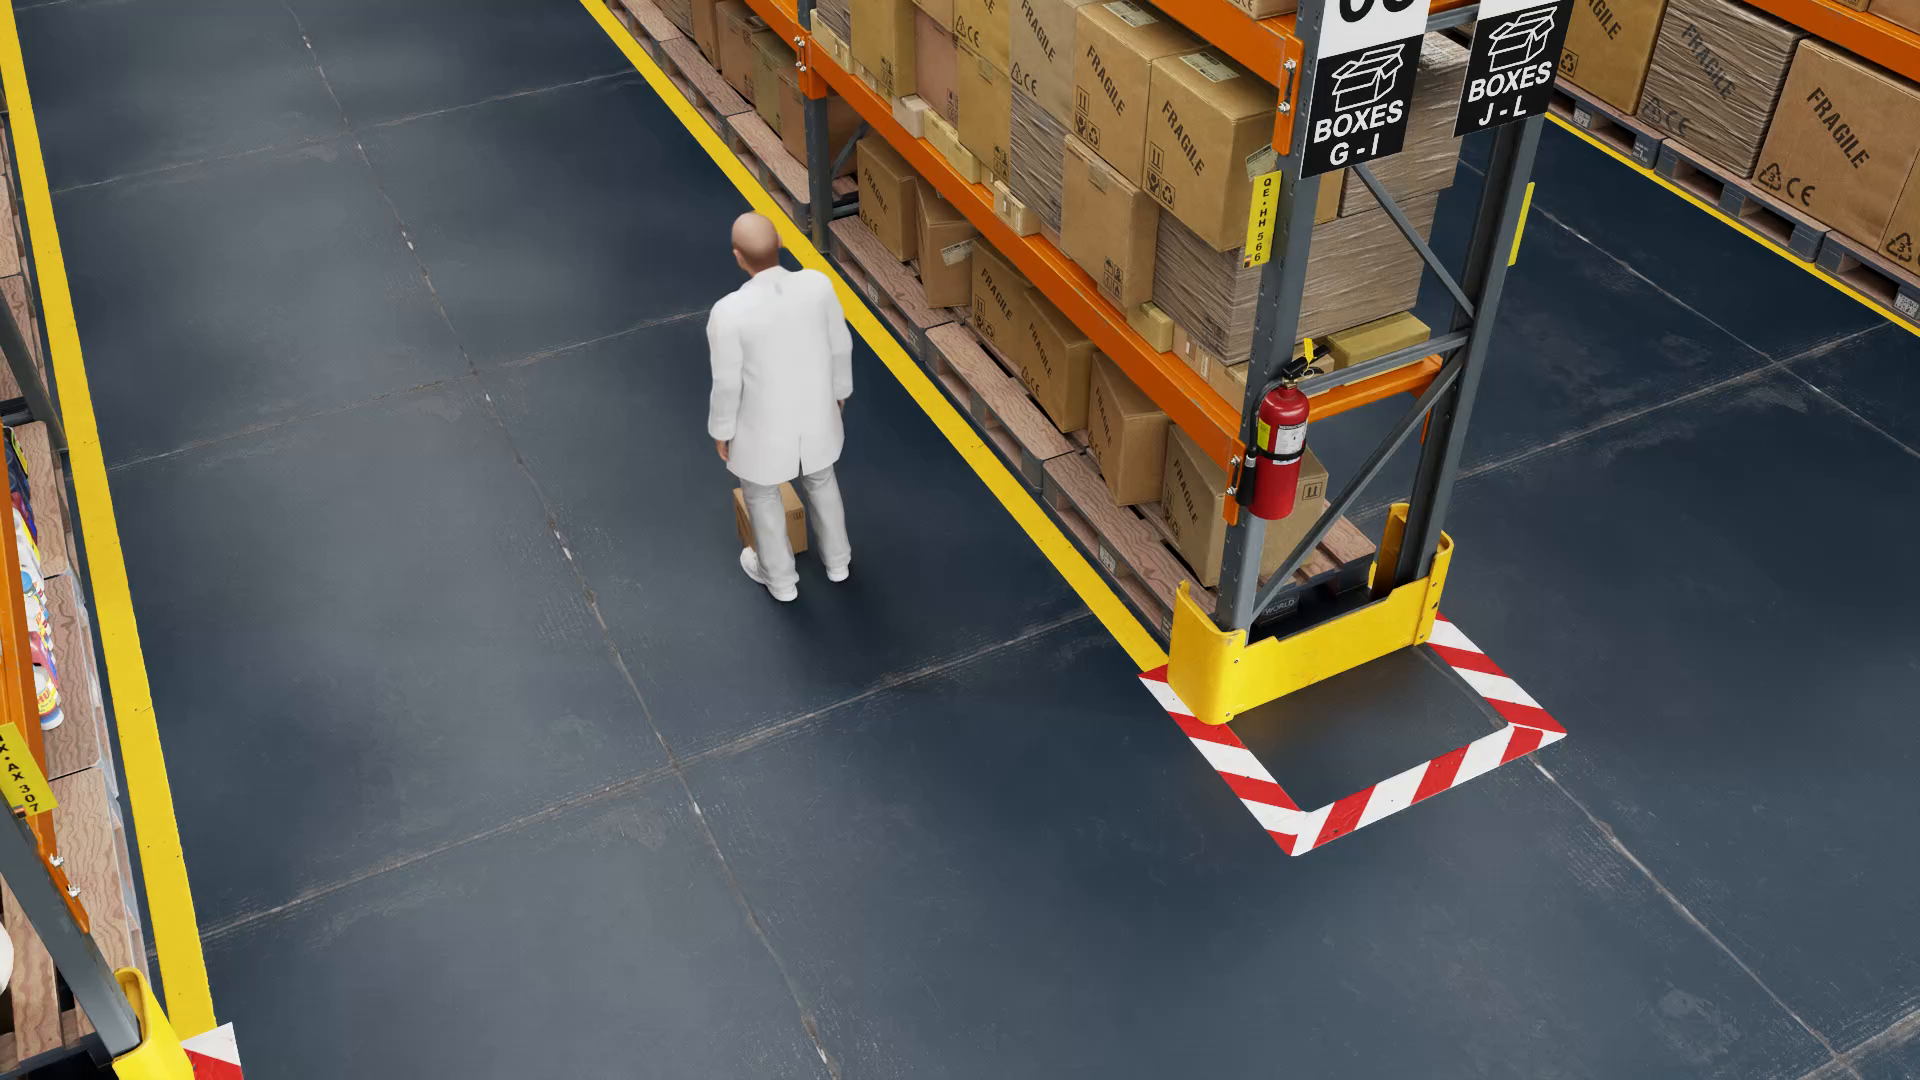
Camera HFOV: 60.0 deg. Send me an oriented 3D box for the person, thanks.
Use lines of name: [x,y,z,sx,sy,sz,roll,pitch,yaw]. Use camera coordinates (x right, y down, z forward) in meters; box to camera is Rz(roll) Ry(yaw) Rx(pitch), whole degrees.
person: [-0.729,-0.521,6.776,0.642,1.772,0.428,-21,45,-22]
